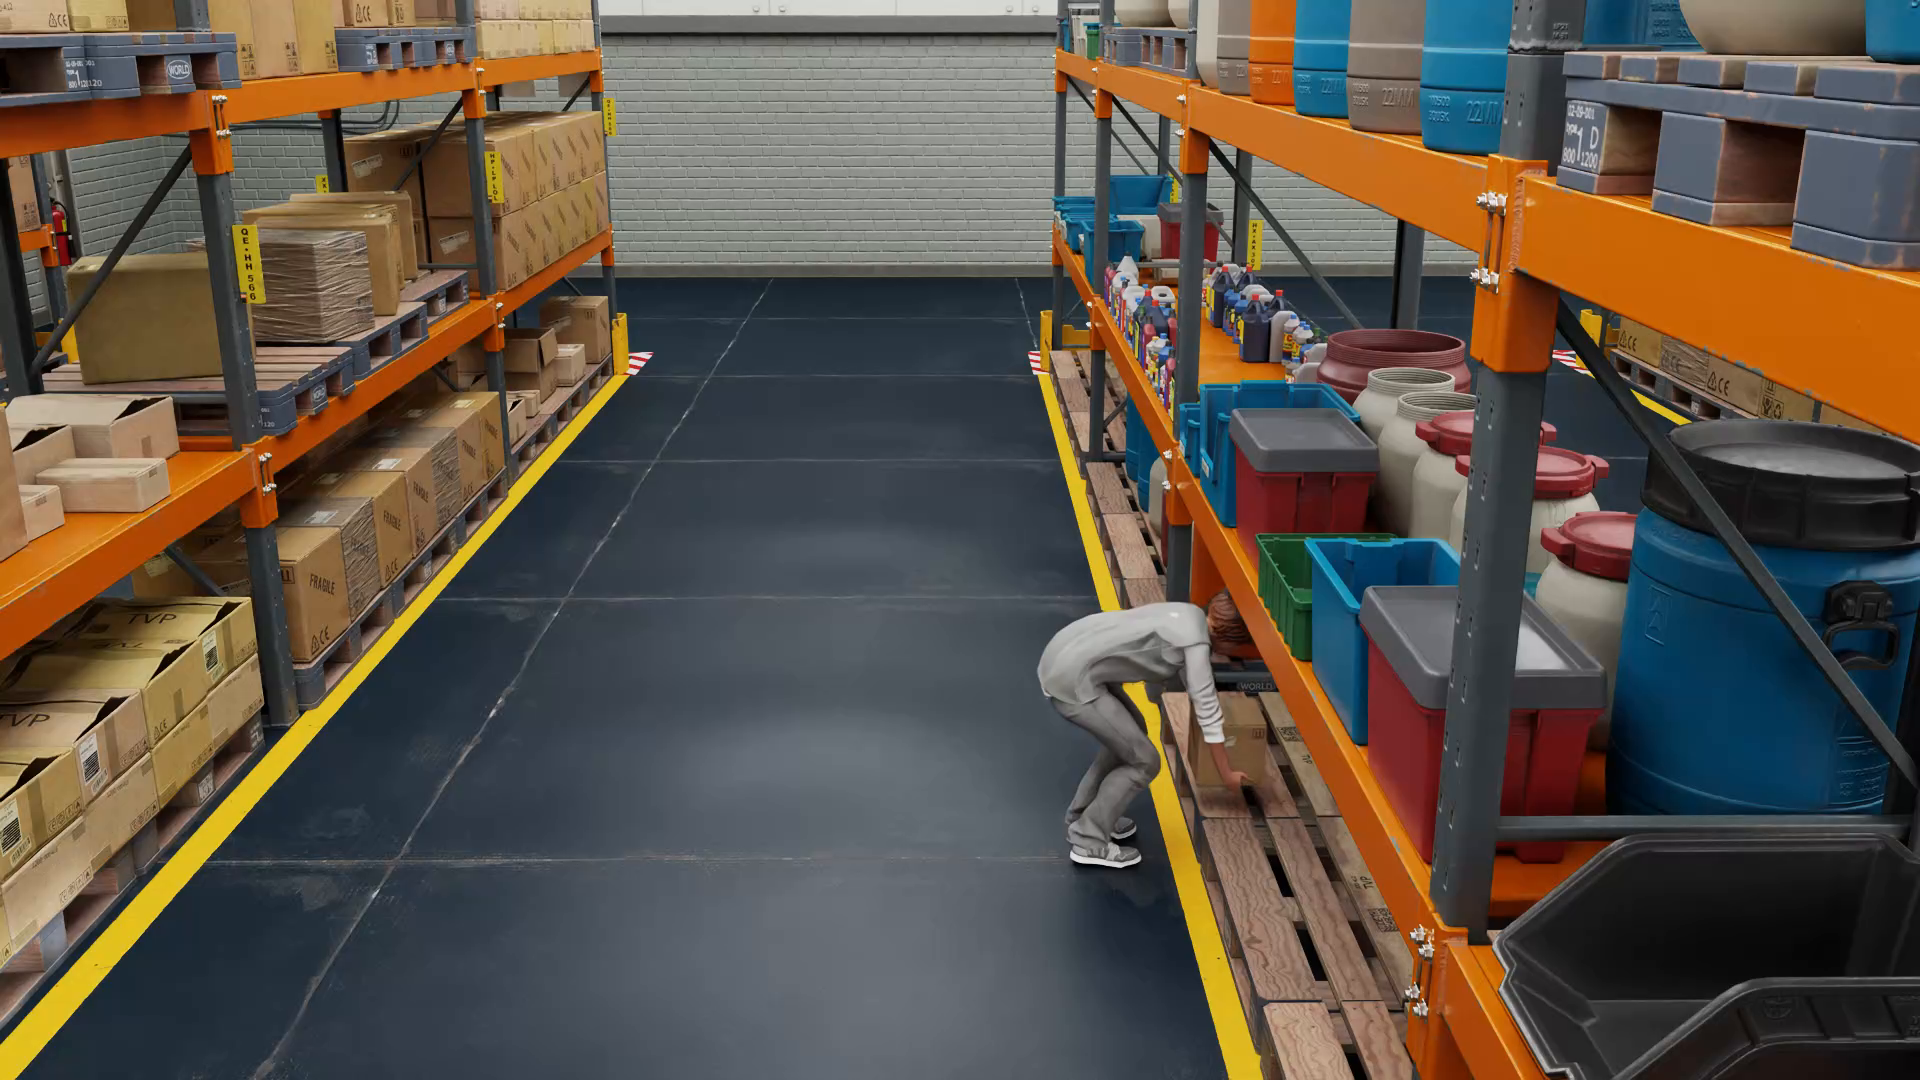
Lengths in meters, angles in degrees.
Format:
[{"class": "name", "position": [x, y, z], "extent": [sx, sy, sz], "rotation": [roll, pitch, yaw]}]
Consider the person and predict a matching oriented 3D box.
[{"class": "person", "position": [0.712, 0.709, 6.280], "extent": [0.851, 1.014, 0.418], "rotation": [-1, 17, -4]}]
